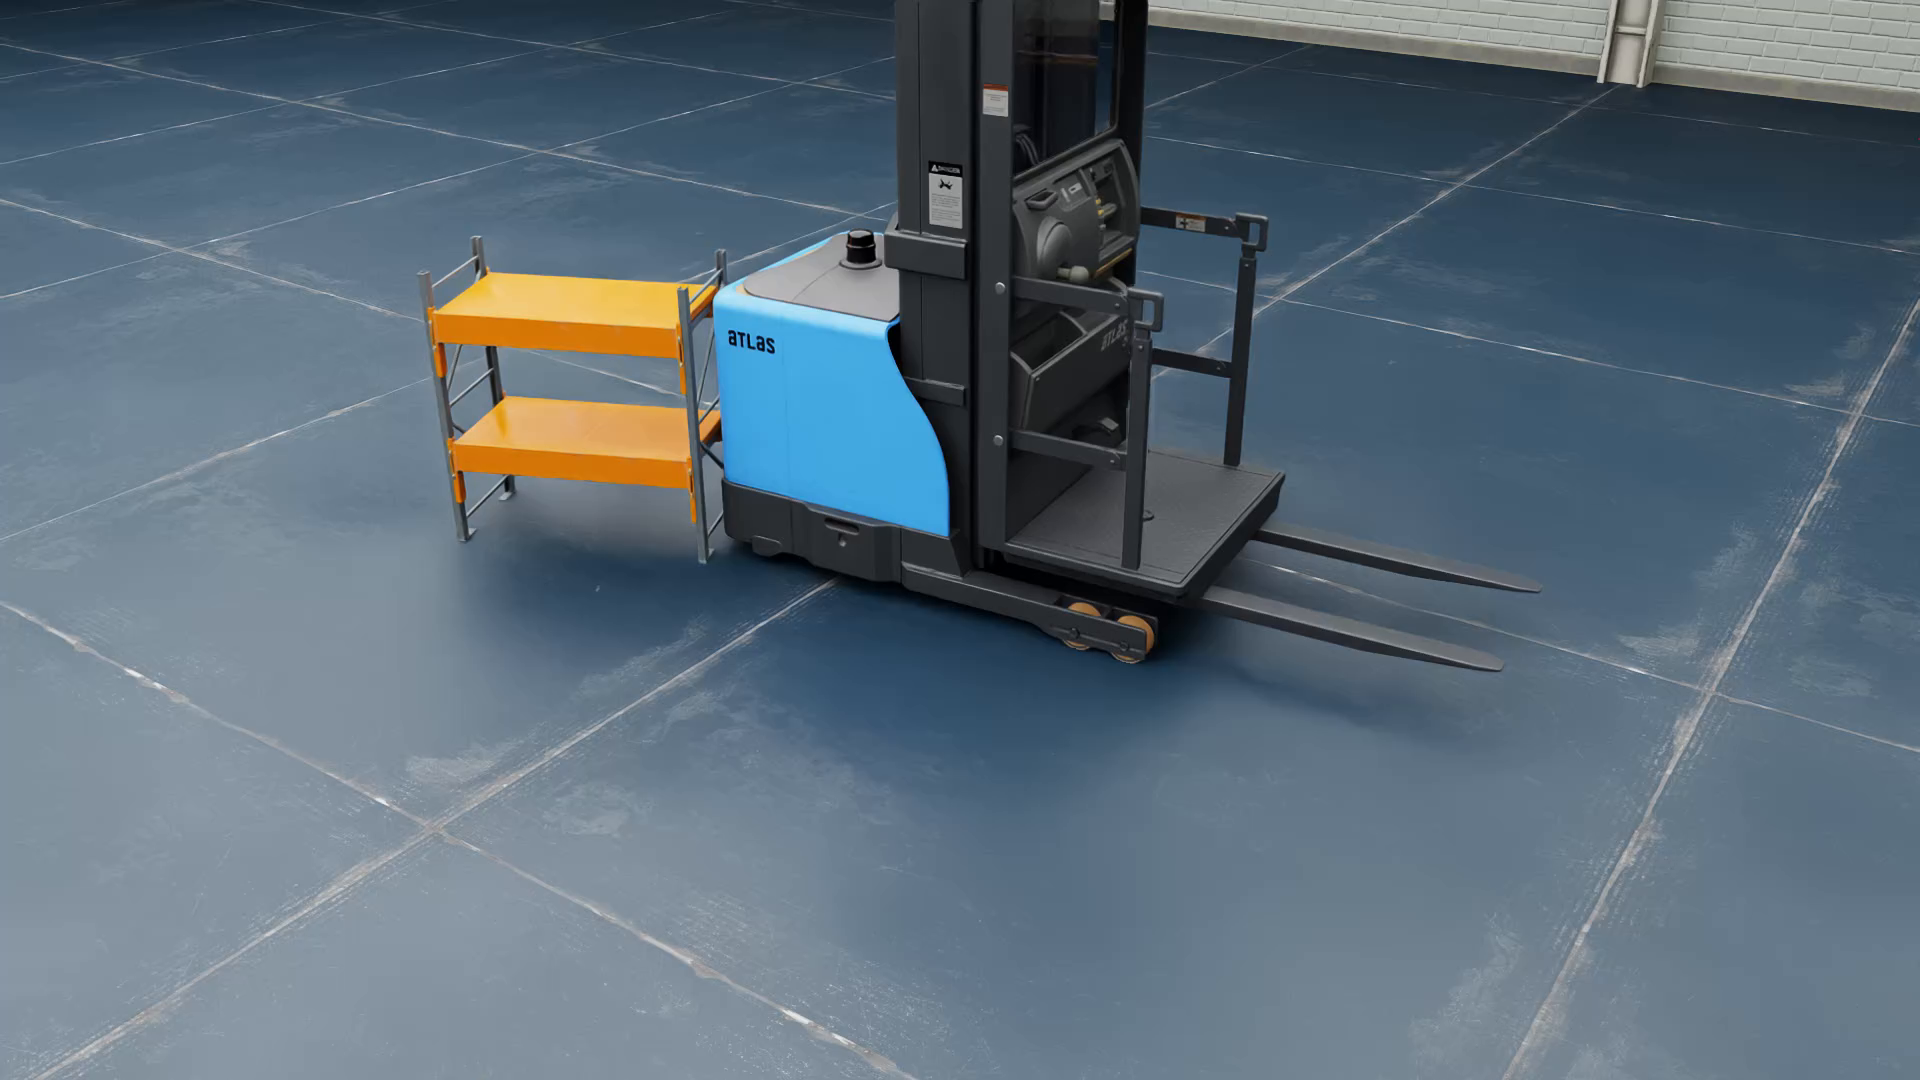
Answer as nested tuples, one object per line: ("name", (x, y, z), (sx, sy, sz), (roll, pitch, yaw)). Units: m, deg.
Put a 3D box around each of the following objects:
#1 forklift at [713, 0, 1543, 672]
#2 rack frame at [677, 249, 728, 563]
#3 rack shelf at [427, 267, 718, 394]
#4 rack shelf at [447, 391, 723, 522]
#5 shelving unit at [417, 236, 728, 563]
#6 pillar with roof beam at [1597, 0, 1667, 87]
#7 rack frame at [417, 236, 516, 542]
("forklift", (0.598, -1.145, 5.768), (3.031, 2.935, 1.130), (14, 30, 25))
("rack frame", (-0.975, -0.524, 6.539), (0.032, 1.125, 0.500), (5, 27, 9))
("rack shelf", (-1.475, -0.826, 6.487), (1.000, 0.278, 0.538), (5, 27, 9))
("rack shelf", (-1.475, -0.347, 6.730), (1.000, 0.278, 0.538), (5, 27, 9))
("shelving unit", (-1.475, -0.565, 6.620), (1.048, 1.125, 0.538), (5, 27, 9))
("pillar with roof beam", (3.442, -6.456, 9.513), (0.400, 9.000, 9.100), (17, 32, 30))
("rack frame", (-1.975, -0.606, 6.700), (0.032, 1.125, 0.500), (5, 27, 9))
